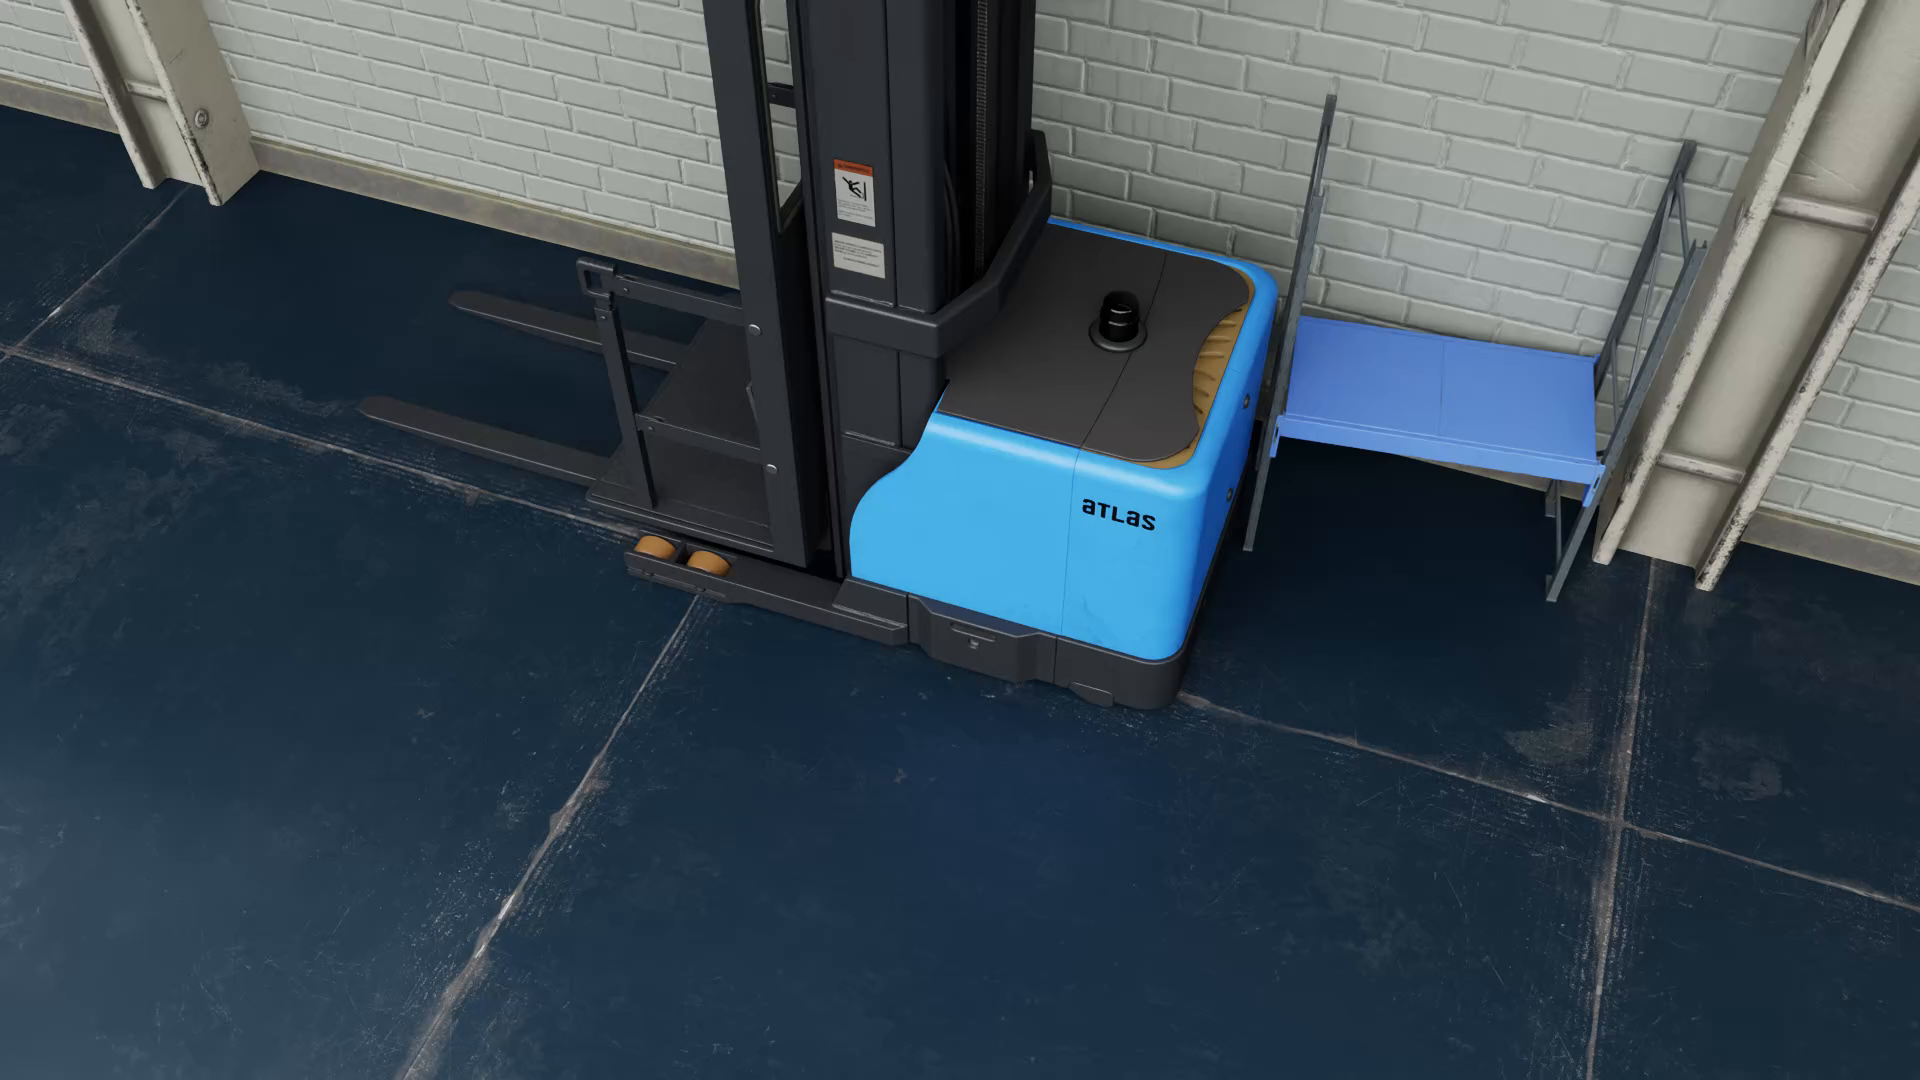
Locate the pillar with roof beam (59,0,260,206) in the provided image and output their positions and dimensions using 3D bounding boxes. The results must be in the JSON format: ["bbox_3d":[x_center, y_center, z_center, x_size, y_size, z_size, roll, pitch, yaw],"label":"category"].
[{"bbox_3d":[-4.720,-1.453,1.054,0.400,9.000,9.100,16,51,13],"label":"pillar with roof beam"}]

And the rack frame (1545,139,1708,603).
[{"bbox_3d":[2.034,-0.469,5.164,0.032,1.500,0.500,10,50,8],"label":"rack frame"}]

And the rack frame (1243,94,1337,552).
[{"bbox_3d":[1.042,-0.637,5.310,0.032,1.500,0.500,10,50,8],"label":"rack frame"}]

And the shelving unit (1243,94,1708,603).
[{"bbox_3d":[1.538,-0.553,5.237,1.048,1.500,0.538,10,50,8],"label":"shelving unit"}]

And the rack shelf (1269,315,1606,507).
[{"bbox_3d":[1.538,-0.435,5.373,1.000,0.185,0.538,10,50,8],"label":"rack shelf"}]

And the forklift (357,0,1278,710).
[{"bbox_3d":[-0.592,-1.123,4.784,3.031,2.935,1.130,15,51,13],"label":"forklift"}]
